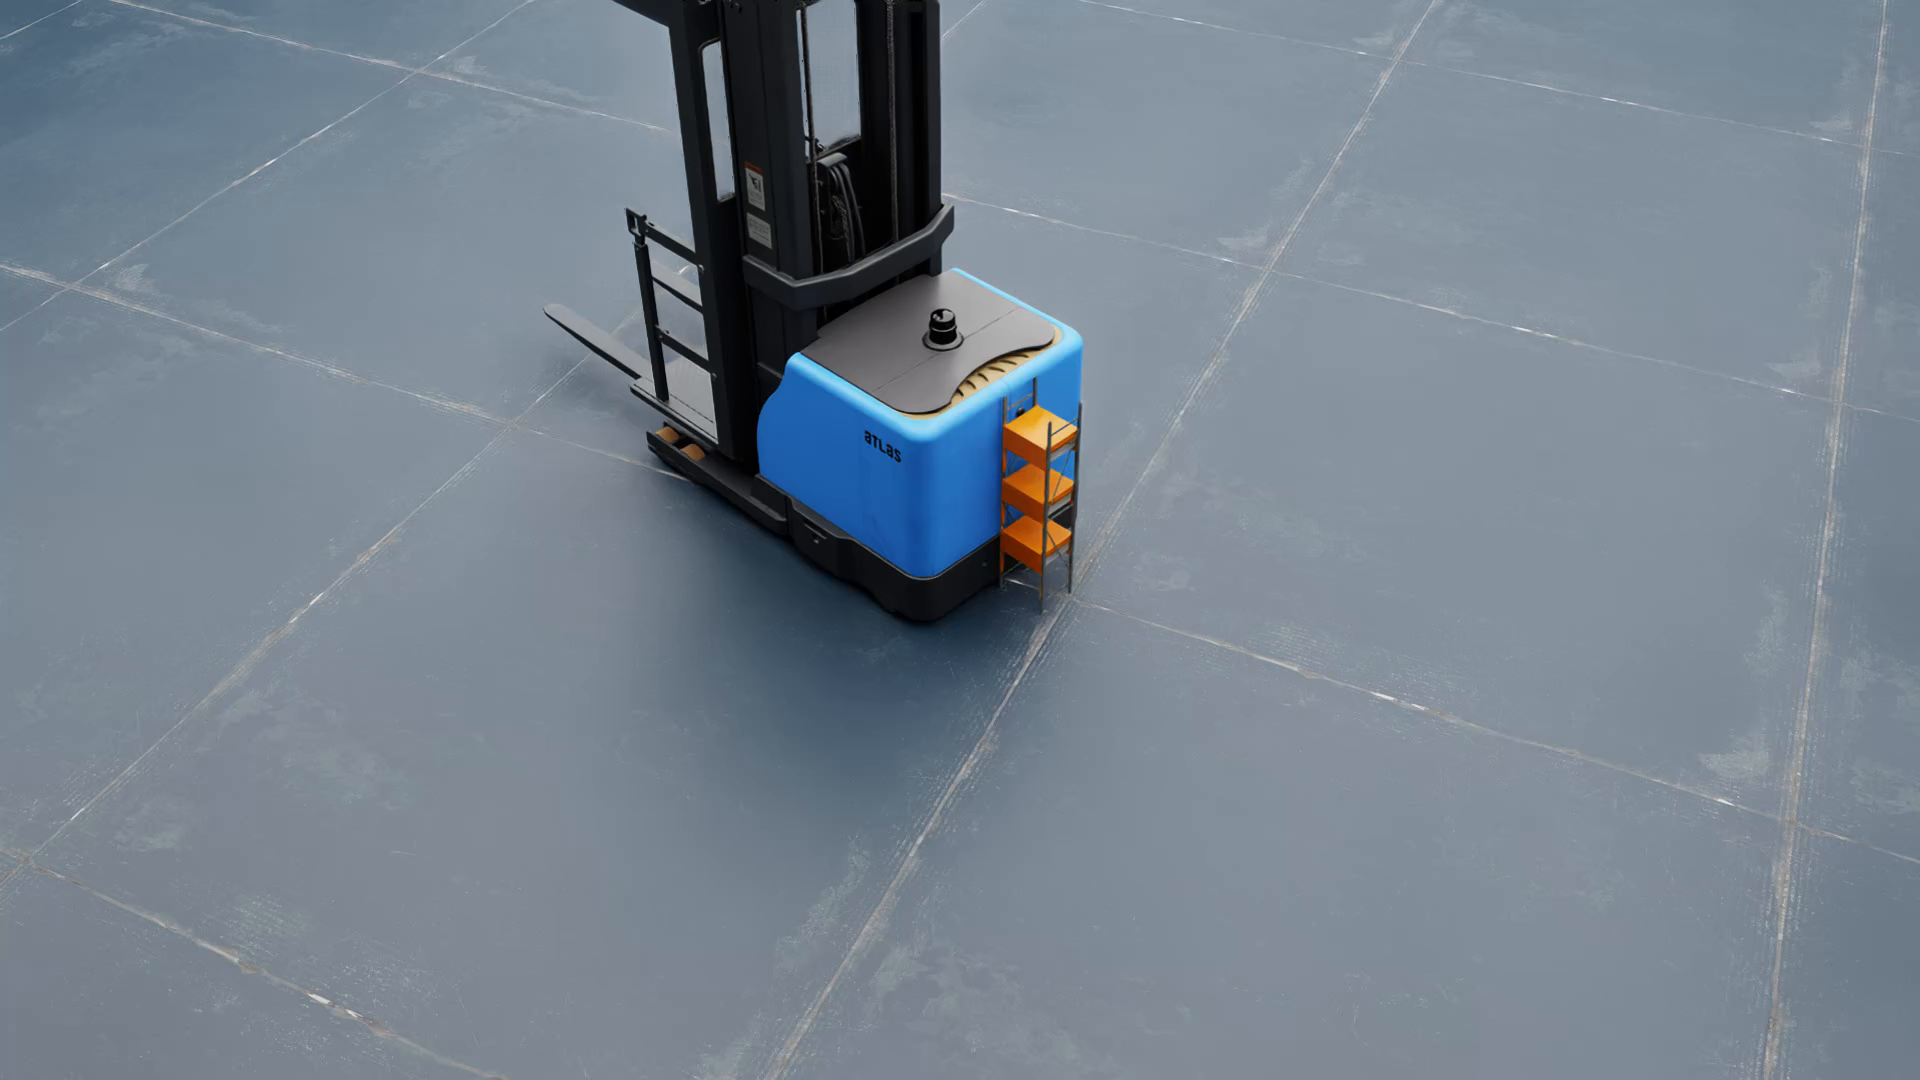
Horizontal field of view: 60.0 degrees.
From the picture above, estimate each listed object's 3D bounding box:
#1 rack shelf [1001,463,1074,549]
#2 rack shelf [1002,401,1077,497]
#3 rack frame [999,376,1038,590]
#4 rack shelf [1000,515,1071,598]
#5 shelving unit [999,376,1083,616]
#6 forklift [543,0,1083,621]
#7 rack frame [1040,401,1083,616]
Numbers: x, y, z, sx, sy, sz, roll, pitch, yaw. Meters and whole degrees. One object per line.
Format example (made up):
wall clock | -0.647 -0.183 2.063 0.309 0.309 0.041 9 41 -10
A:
rack shelf | 0.333 -0.161 7.034 0.240 0.259 0.215 33 50 32
rack shelf | 0.333 -0.375 6.848 0.240 0.259 0.215 33 50 32
rack frame | 0.246 -0.225 7.091 0.008 1.050 0.200 33 51 32
rack shelf | 0.333 0.049 7.216 0.240 0.259 0.215 33 50 32
shelving unit | 0.333 -0.169 7.027 0.252 1.050 0.215 33 51 32
forklift | -0.868 -1.616 7.260 3.031 2.935 1.130 33 51 32
rack frame | 0.420 -0.113 6.962 0.008 1.050 0.200 33 51 32
